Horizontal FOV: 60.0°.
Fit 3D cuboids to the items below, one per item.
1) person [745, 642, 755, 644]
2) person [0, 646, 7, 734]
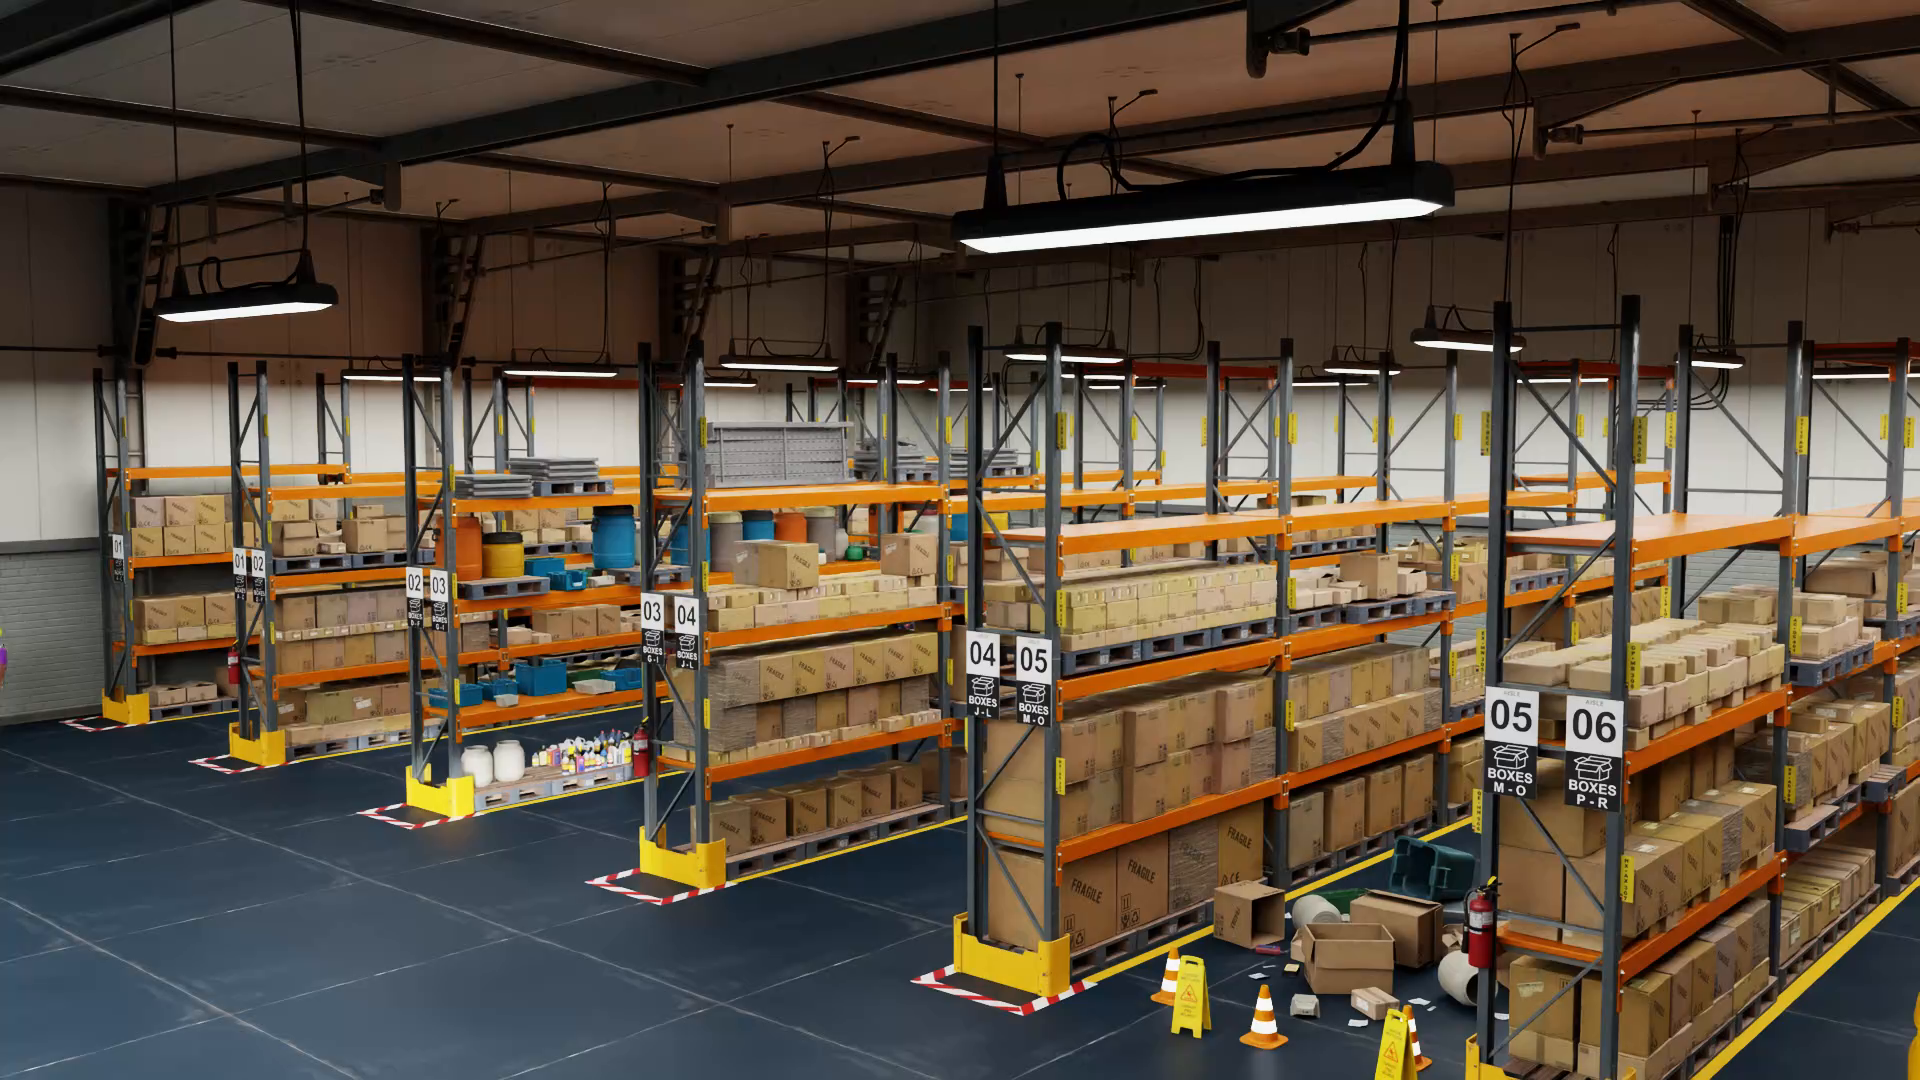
[{"bbox_3d":[-3.833,2.176,28.616,0.560,1.728,0.995,2,5,27],"label":"person"},{"bbox_3d":[-15.701,2.341,26.781,0.599,1.837,0.532,0,4,-6],"label":"person"}]
